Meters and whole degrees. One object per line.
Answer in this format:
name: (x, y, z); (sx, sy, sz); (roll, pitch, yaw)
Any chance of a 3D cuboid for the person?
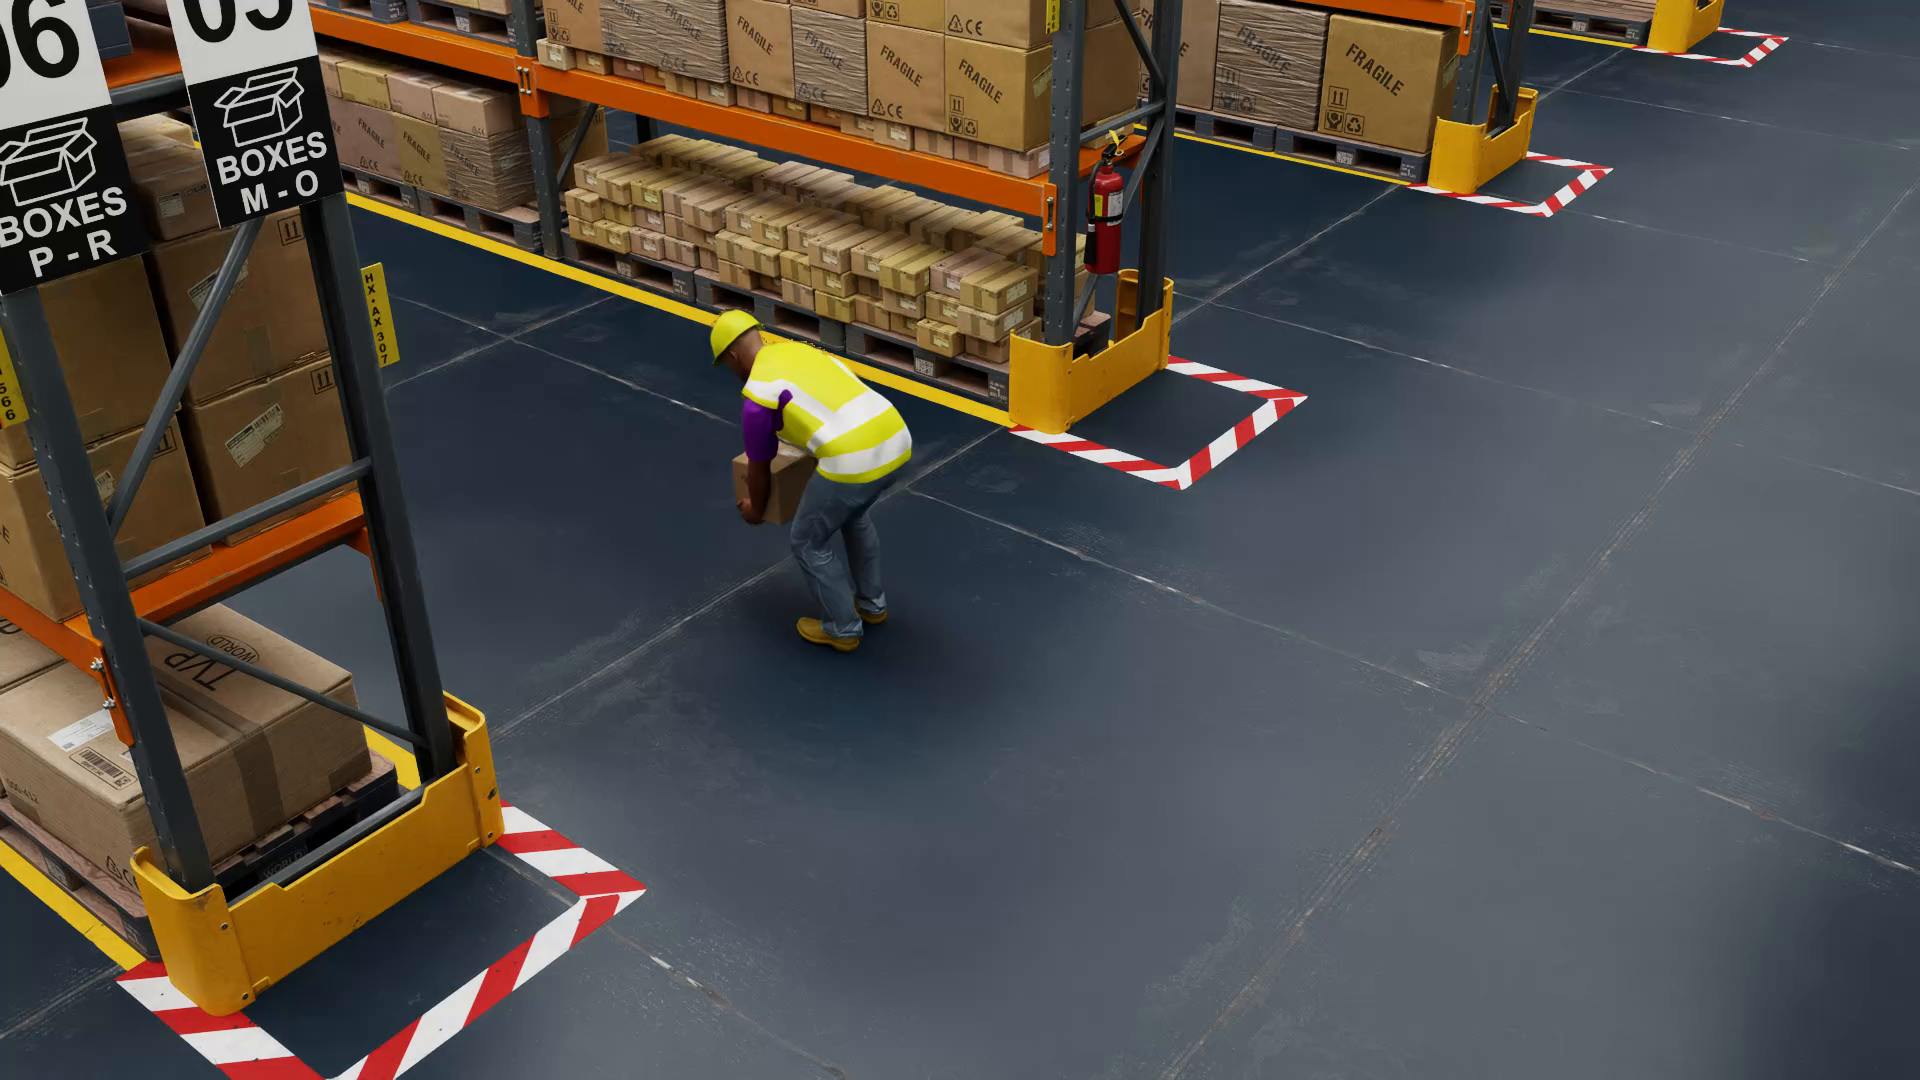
person: (-0.640, -0.254, 6.949); (0.912, 1.342, 0.491); (20, 36, 30)
